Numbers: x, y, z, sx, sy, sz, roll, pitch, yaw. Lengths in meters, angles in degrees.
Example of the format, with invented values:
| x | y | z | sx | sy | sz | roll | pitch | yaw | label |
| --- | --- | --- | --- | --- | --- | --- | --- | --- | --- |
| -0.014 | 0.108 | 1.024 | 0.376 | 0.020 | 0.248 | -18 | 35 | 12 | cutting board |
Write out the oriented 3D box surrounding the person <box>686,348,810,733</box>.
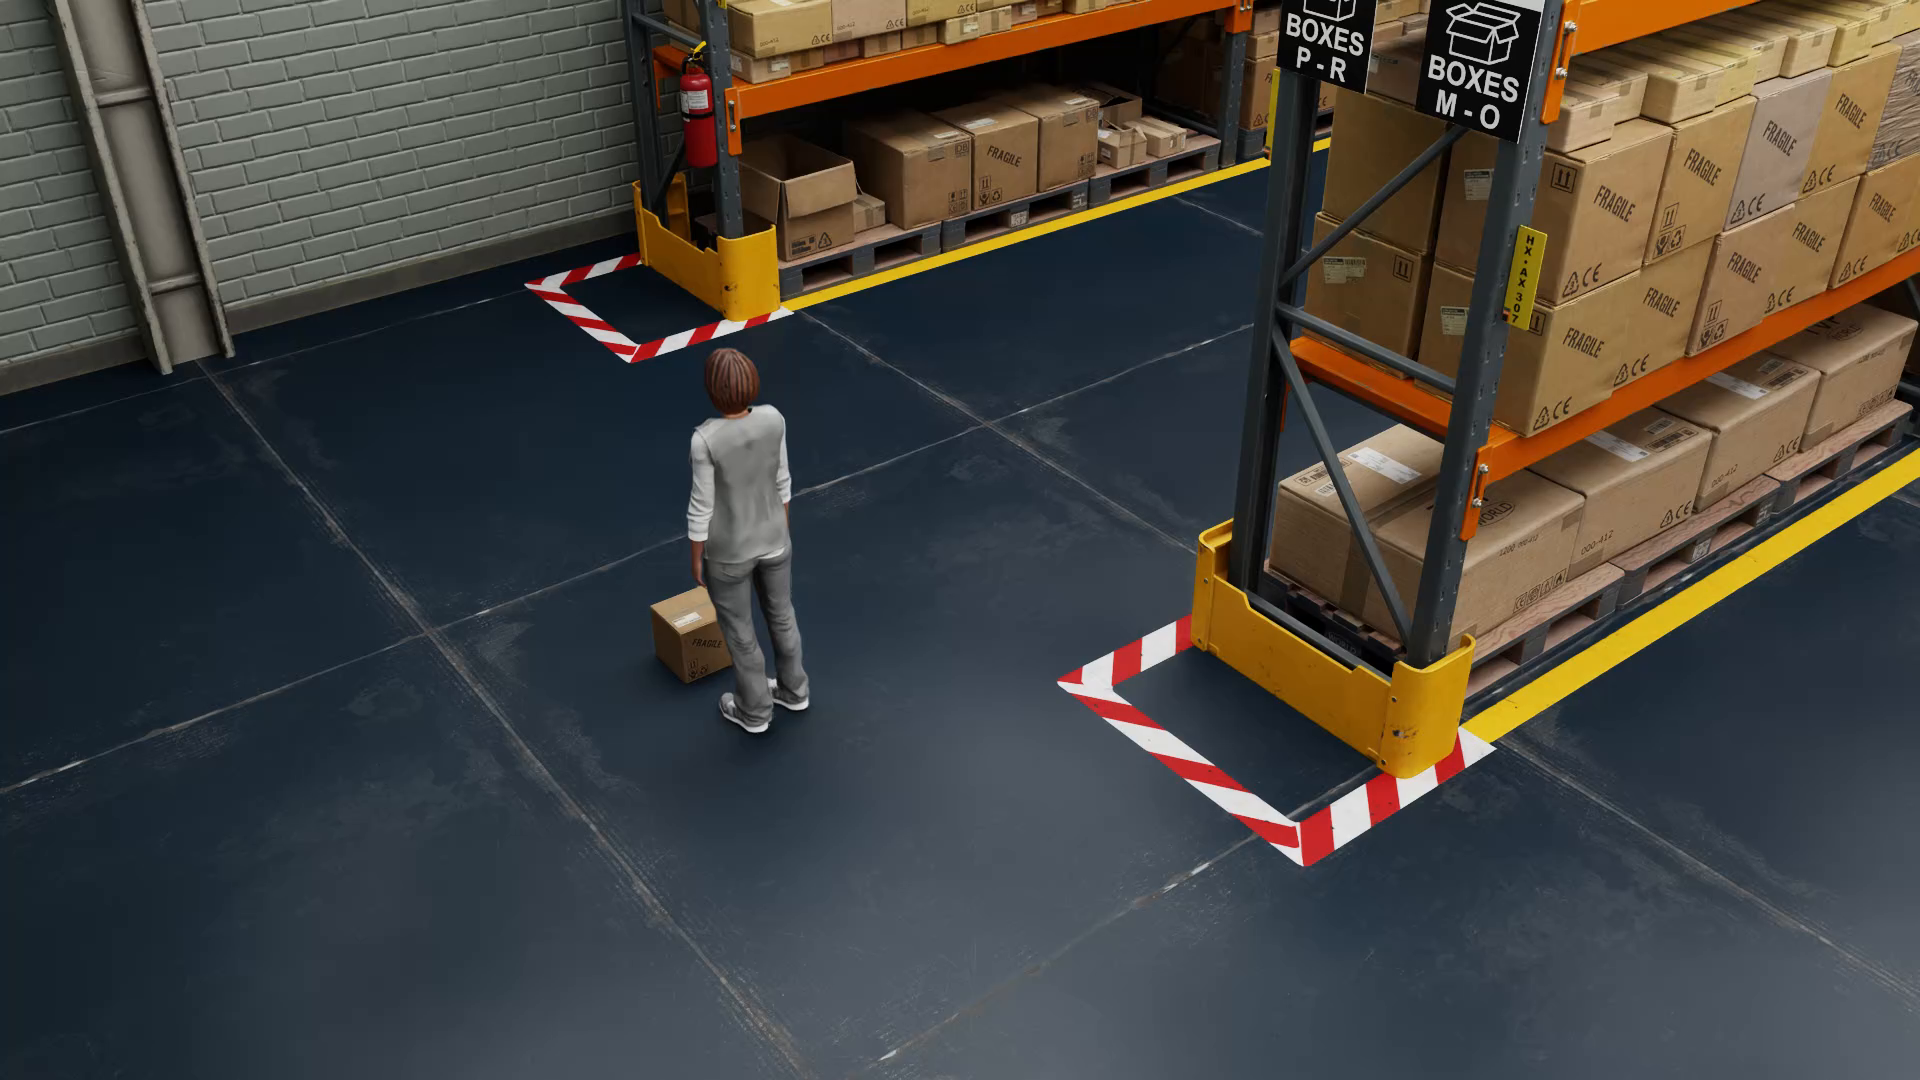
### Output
| x | y | z | sx | sy | sz | roll | pitch | yaw | label |
| --- | --- | --- | --- | --- | --- | --- | --- | --- | --- |
| -0.803 | 0.020 | 6.113 | 0.425 | 1.603 | 0.322 | -21 | 38 | -29 | person |
